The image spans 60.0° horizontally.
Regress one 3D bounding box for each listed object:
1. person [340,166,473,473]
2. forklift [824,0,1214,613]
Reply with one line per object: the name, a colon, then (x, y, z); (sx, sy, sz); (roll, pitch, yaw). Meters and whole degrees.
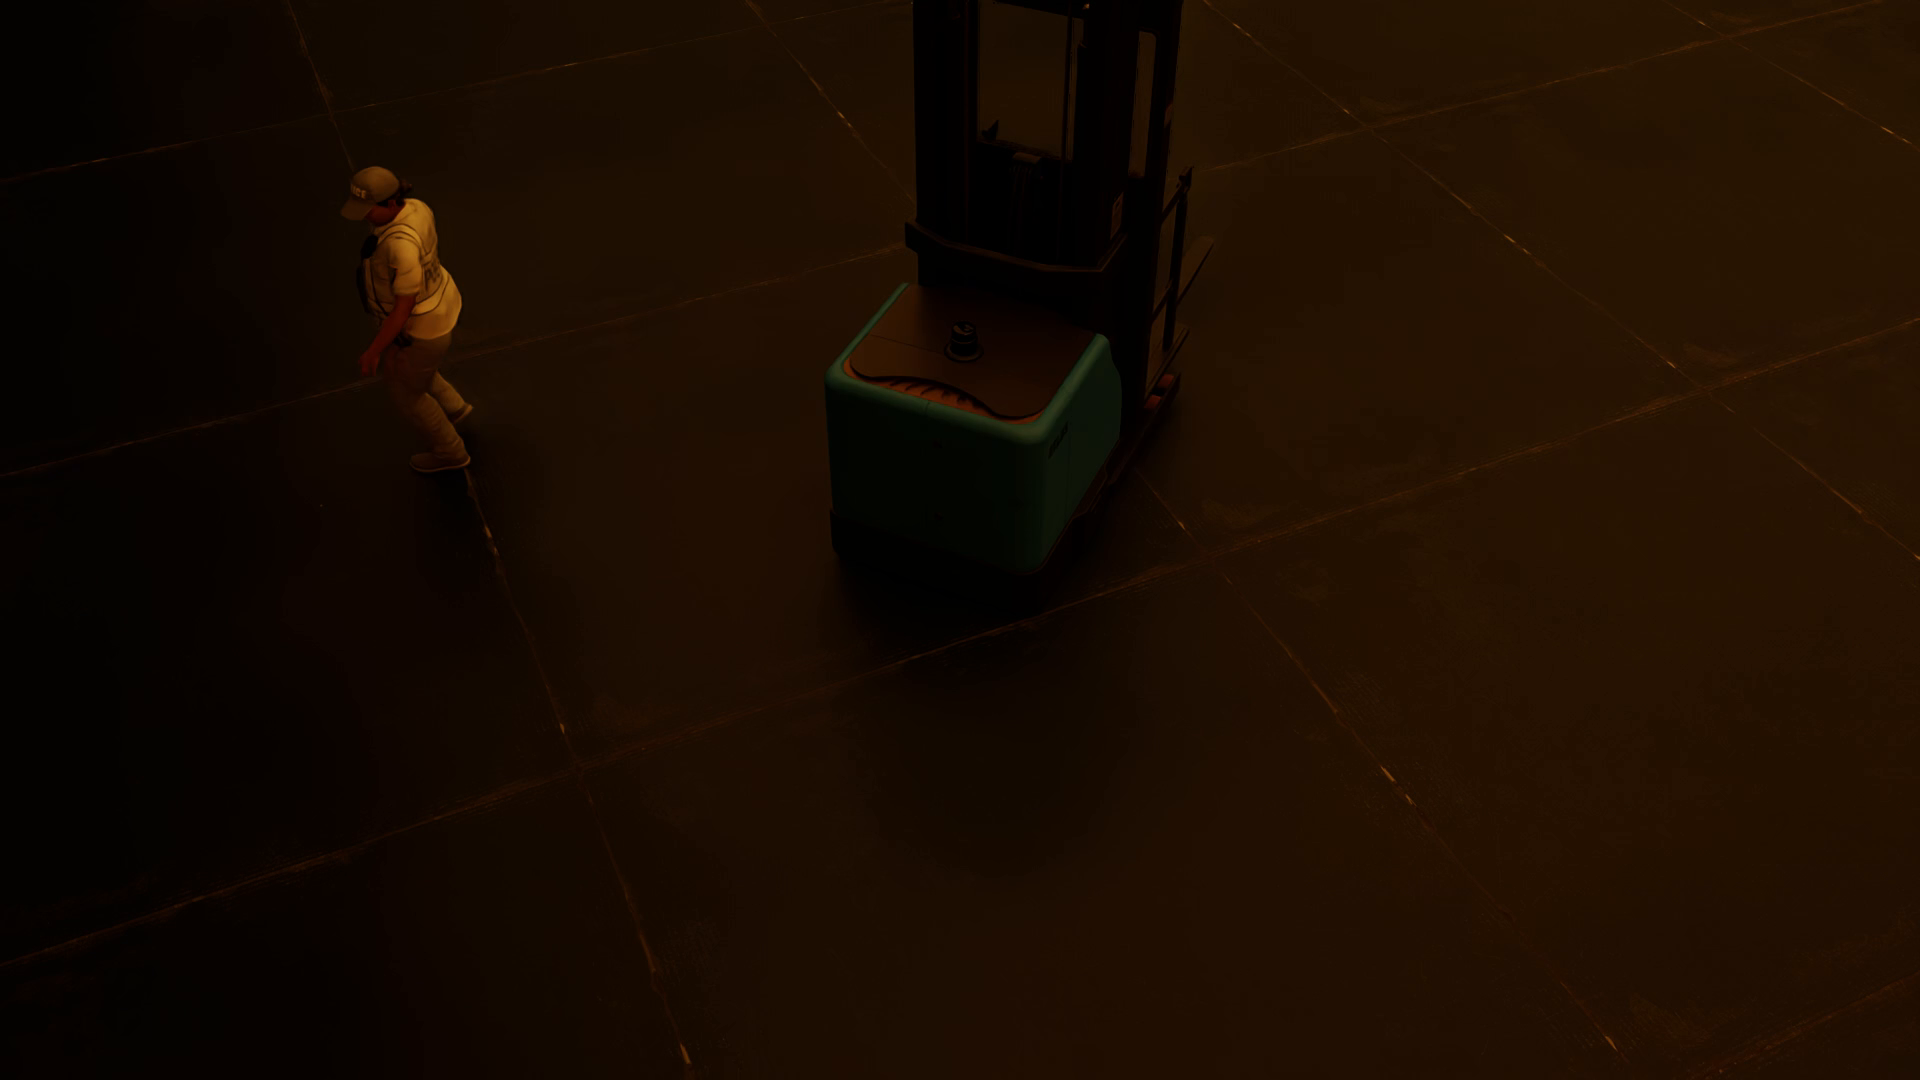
person: (-2.562, -0.975, 7.699); (0.487, 1.660, 0.752); (0, 43, 0)
forklift: (0.482, -1.759, 7.565); (1.130, 2.935, 3.031); (17, 46, 18)
